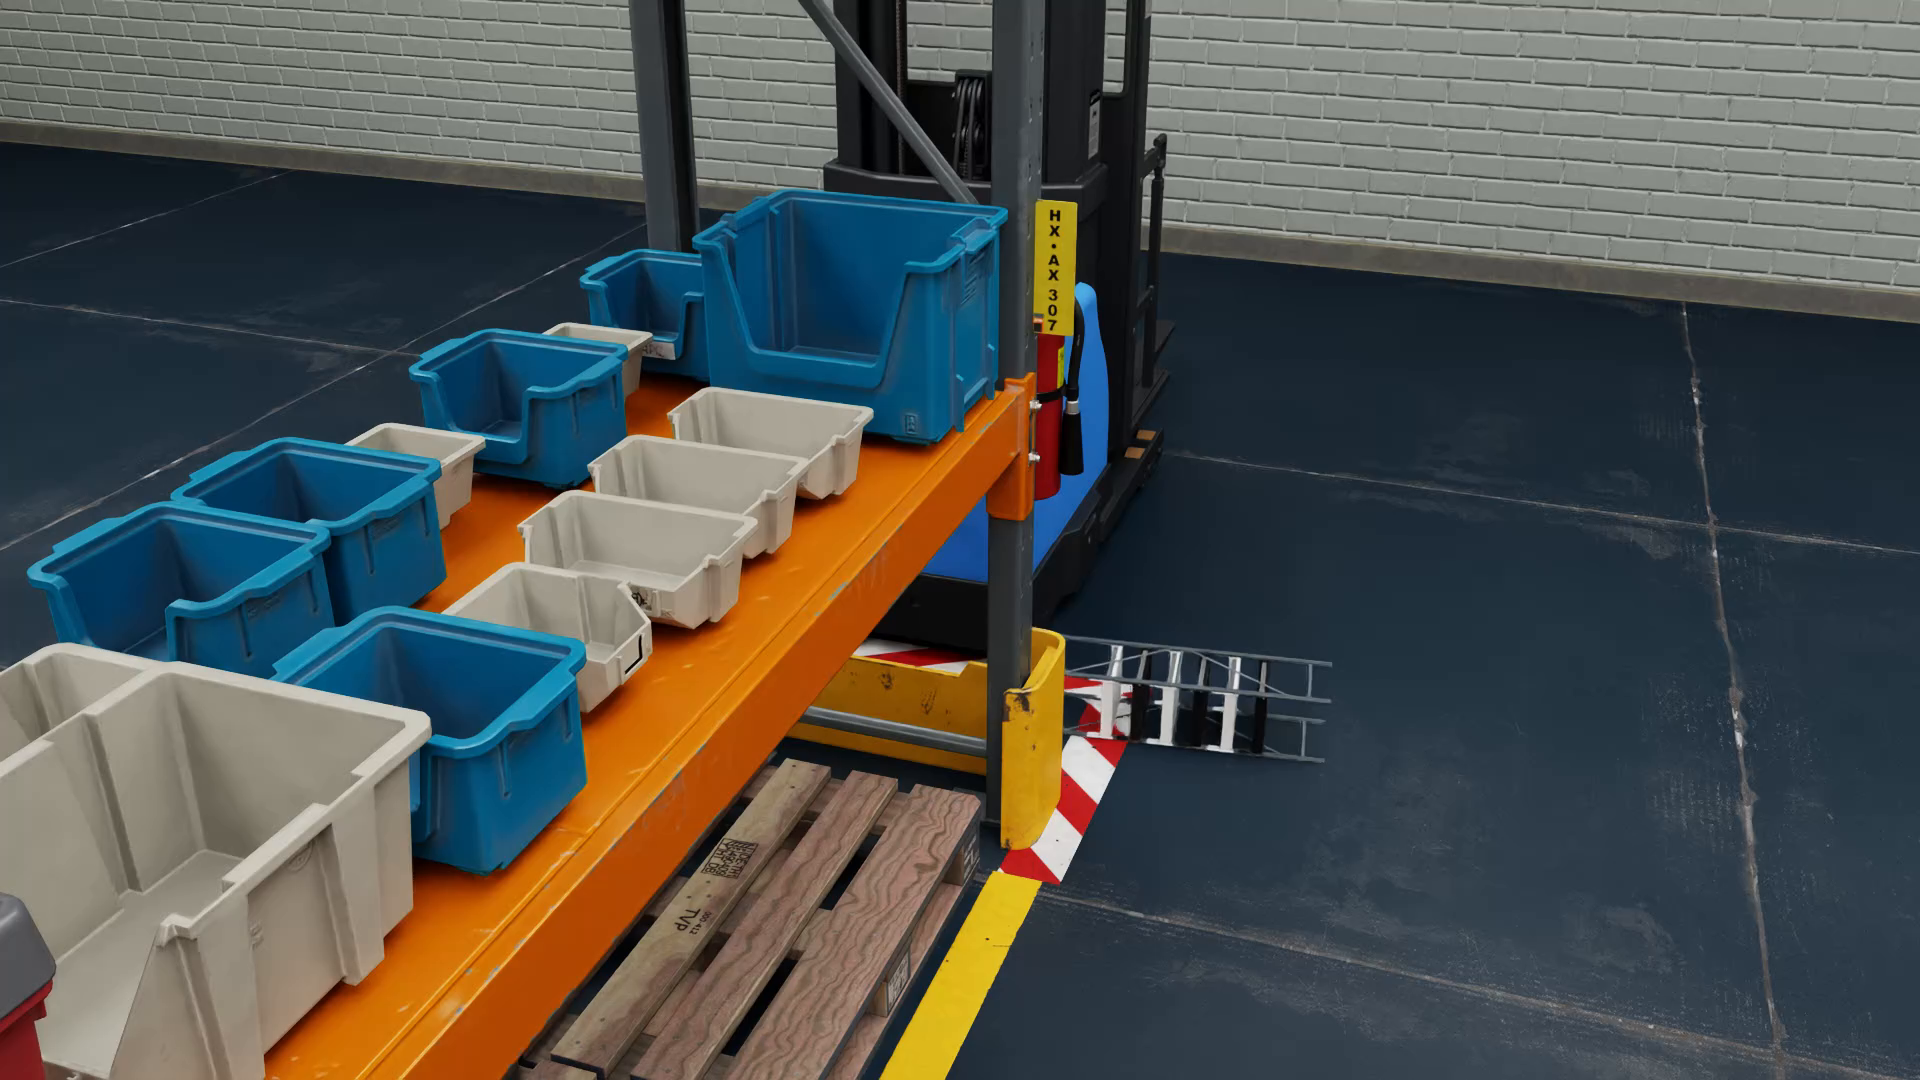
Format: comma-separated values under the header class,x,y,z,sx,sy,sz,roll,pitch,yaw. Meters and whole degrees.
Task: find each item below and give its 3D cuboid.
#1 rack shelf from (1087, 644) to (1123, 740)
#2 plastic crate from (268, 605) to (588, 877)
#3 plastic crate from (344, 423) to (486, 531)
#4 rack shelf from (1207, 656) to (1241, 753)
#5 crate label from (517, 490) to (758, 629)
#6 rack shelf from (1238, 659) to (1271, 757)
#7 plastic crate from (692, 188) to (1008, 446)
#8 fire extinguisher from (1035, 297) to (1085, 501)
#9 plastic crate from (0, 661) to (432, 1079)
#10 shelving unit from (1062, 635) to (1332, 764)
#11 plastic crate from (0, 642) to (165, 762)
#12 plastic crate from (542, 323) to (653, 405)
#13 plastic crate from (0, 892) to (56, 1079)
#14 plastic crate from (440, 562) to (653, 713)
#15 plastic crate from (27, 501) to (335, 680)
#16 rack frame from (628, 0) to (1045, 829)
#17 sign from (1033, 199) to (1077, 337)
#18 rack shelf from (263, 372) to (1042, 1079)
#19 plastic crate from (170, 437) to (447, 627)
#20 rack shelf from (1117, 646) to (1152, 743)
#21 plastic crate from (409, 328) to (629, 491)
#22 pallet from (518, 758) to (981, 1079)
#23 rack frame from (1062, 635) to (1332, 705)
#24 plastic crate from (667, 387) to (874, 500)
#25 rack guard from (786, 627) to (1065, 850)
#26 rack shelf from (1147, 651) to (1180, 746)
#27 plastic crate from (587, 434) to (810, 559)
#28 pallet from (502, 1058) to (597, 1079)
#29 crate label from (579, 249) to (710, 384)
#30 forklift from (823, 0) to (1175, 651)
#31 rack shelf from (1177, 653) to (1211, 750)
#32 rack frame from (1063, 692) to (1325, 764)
class,x,y,z,sx,sy,sz,roll,pitch,yaw
rack shelf,0.445,0.453,5.067,0.077,0.200,0.258,5,26,11
plastic crate,-0.740,0.285,2.342,0.416,0.233,0.300,9,27,17
plastic crate,-1.102,-0.100,3.248,0.250,0.136,0.298,9,27,17
rack shelf,0.798,0.486,5.000,0.077,0.200,0.258,5,26,11
crate label,-0.579,0.044,2.951,0.396,0.136,0.243,9,27,17
rack shelf,0.886,0.494,4.983,0.077,0.200,0.258,5,26,11
plastic crate,-0.234,-0.522,3.777,0.616,0.435,0.499,9,27,17
fire extinguisher,0.180,-0.438,4.228,0.296,0.674,0.183,9,27,17
plastic crate,-0.948,0.425,1.997,0.437,0.282,0.530,9,27,17
shelving unit,0.654,0.472,5.027,0.900,0.210,0.258,5,26,11
plastic crate,-1.334,0.332,2.356,0.293,0.136,0.466,9,27,17
plastic crate,-0.876,-0.379,3.824,0.250,0.136,0.298,9,27,17
plastic crate,-1.096,0.613,1.399,0.402,0.464,0.583,9,27,17
plastic crate,-0.660,0.168,2.694,0.298,0.136,0.250,9,27,17
plastic crate,-1.229,0.122,2.678,0.416,0.233,0.300,9,27,17
rack frame,-0.299,-0.644,4.138,1.000,3.000,0.127,9,27,17
sign,0.225,-0.644,3.952,0.100,0.325,0.005,9,27,17
rack shelf,-0.964,0.502,2.597,1.077,0.370,4.000,9,27,17
plastic crate,-1.130,-0.001,2.933,0.416,0.233,0.300,9,27,17
rack shelf,0.534,0.461,5.050,0.077,0.200,0.258,5,26,11
plastic crate,-0.910,-0.271,3.492,0.416,0.233,0.300,9,27,17
pallet,-0.610,0.944,4.057,1.003,0.211,1.213,9,27,17
rack frame,0.654,0.381,4.983,0.900,0.006,0.240,5,26,11
plastic crate,-0.399,-0.191,3.436,0.396,0.136,0.243,9,27,17
rack guard,-0.303,0.469,4.707,1.175,0.500,0.348,9,27,17
rack shelf,0.622,0.469,5.033,0.077,0.200,0.258,5,26,11
plastic crate,-0.509,-0.074,3.195,0.396,0.136,0.243,9,27,17
pallet,-1.017,1.444,3.025,1.003,0.211,1.213,9,27,17
crate label,-0.691,-0.542,4.051,0.416,0.233,0.303,9,27,17
forklift,0.203,-1.577,6.144,1.130,2.935,3.031,9,27,17
rack shelf,0.710,0.478,5.017,0.077,0.200,0.258,5,26,11
rack frame,0.654,0.564,5.072,0.900,0.006,0.240,5,26,11
